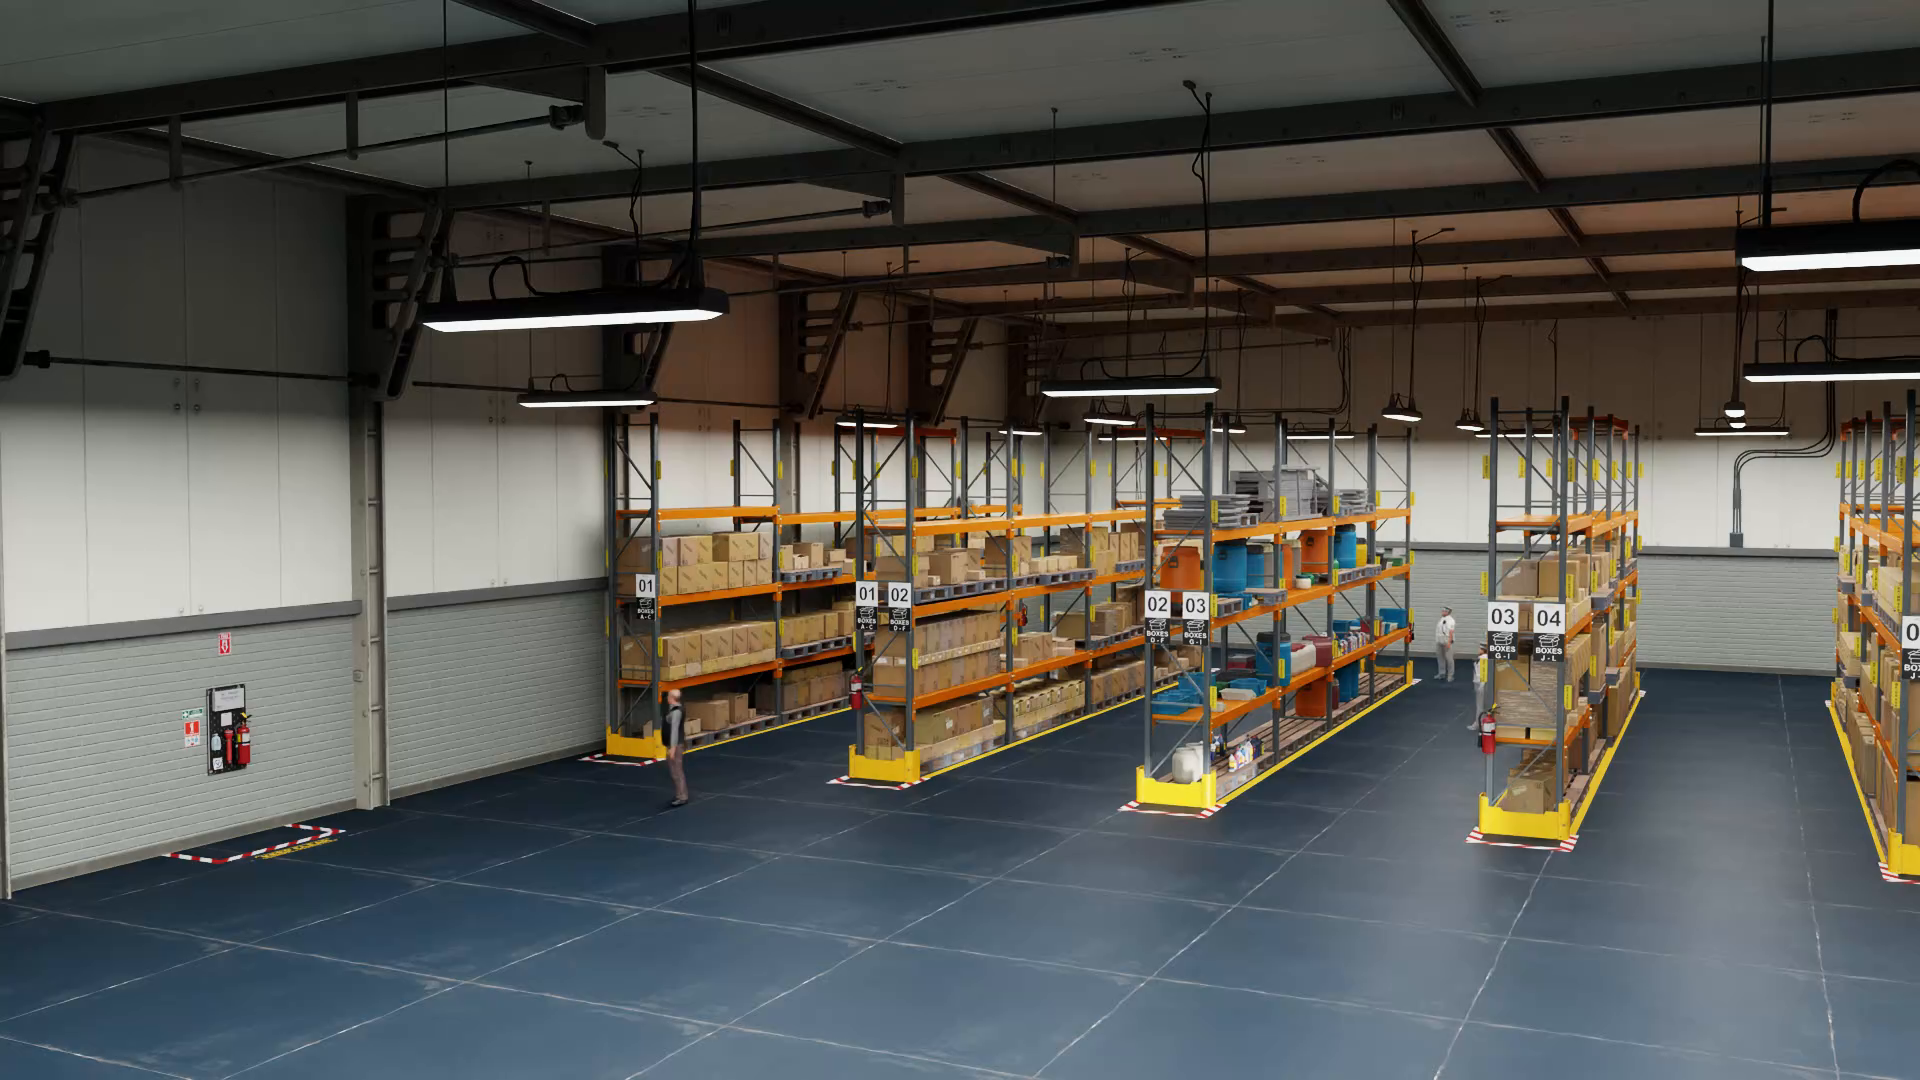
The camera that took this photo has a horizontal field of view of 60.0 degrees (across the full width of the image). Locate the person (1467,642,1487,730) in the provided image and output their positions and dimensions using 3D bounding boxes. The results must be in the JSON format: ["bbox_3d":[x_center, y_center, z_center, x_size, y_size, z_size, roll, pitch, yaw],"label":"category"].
[{"bbox_3d":[10.028,2.808,32.210,0.550,1.685,0.479,0,2,-6],"label":"person"}]

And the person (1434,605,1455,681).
[{"bbox_3d":[11.586,2.459,39.715,0.429,1.807,0.523,-2,3,-33],"label":"person"}]

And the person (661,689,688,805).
[{"bbox_3d":[-4.270,3.105,24.859,0.396,1.762,0.640,0,2,-8],"label":"person"}]

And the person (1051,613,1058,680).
[{"bbox_3d":[2.193,2.513,37.782,0.416,1.786,0.606,0,2,7],"label":"person"}]
